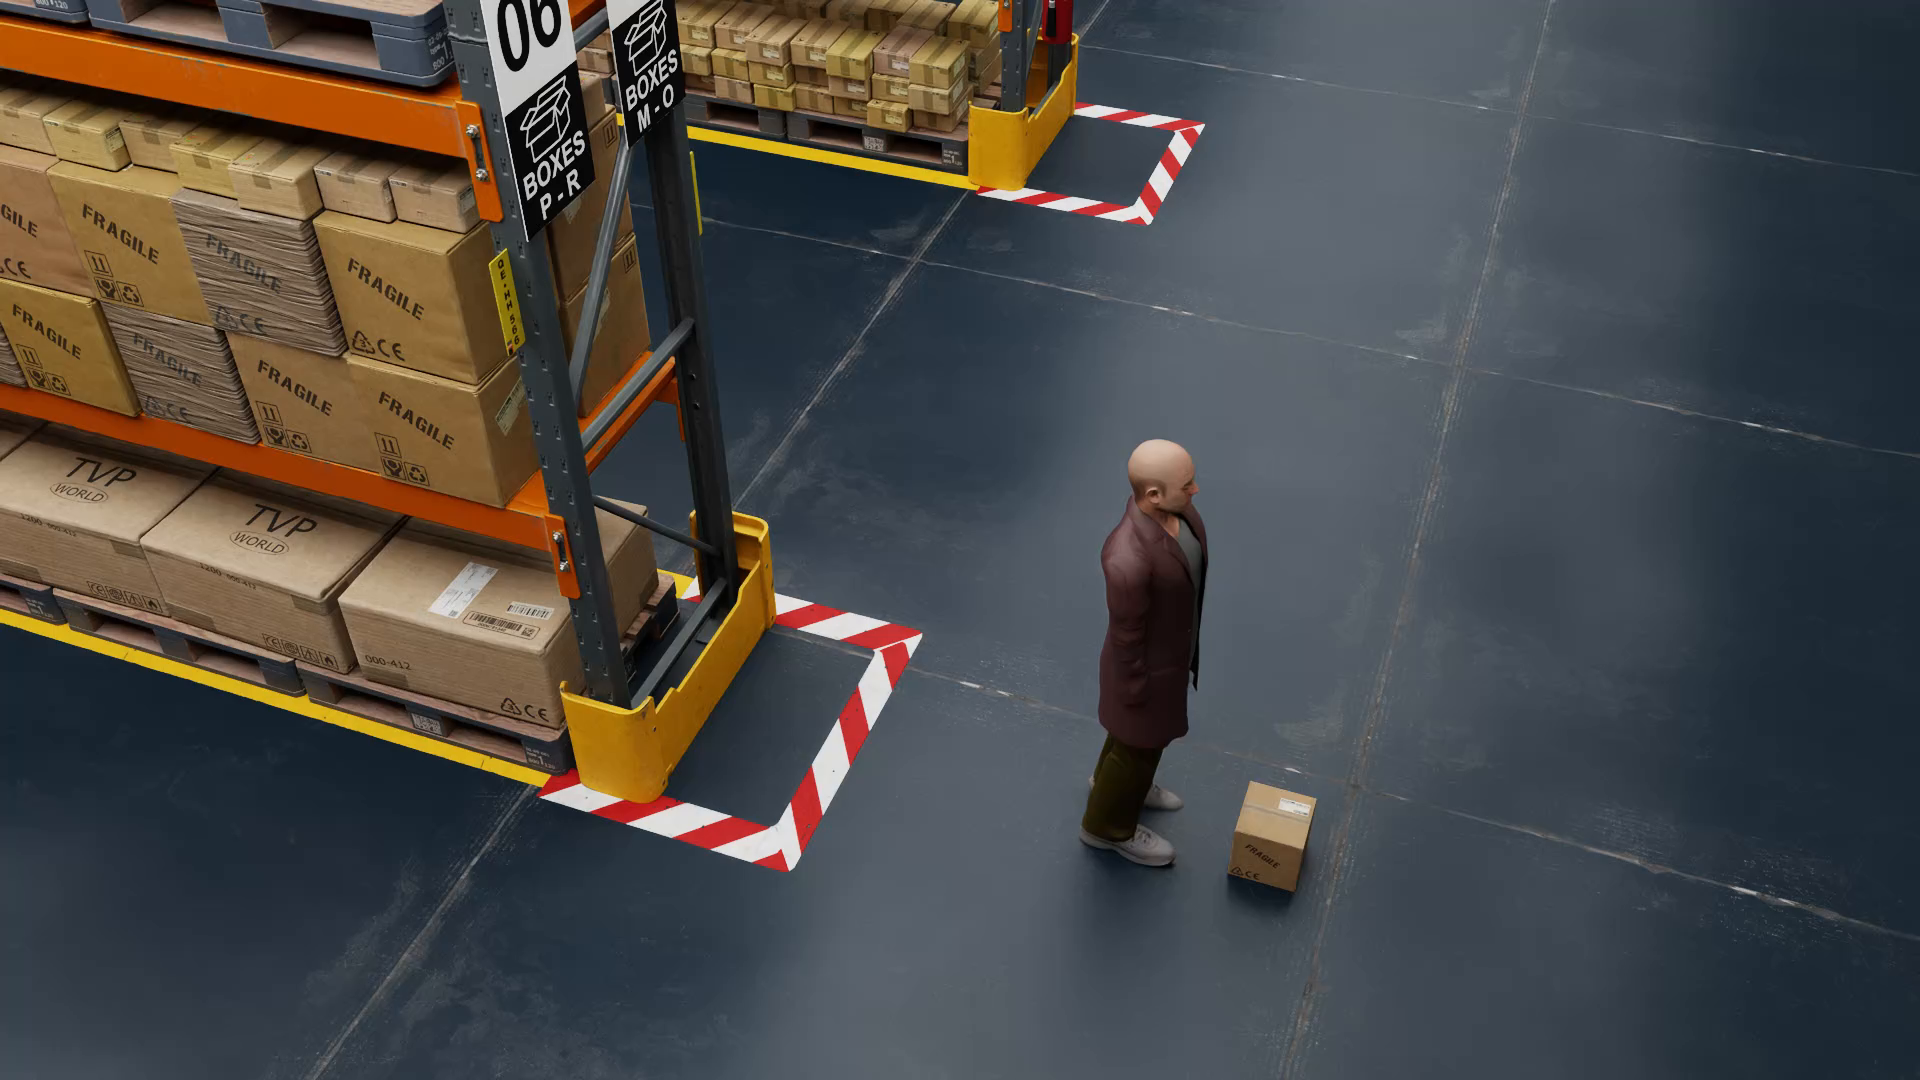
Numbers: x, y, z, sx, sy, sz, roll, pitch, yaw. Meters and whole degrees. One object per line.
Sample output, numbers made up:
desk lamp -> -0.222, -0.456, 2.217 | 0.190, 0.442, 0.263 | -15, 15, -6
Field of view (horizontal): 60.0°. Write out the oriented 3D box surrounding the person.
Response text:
person -> 0.658, 0.396, 5.740 | 0.413, 1.809, 0.560 | 14, 43, 16
